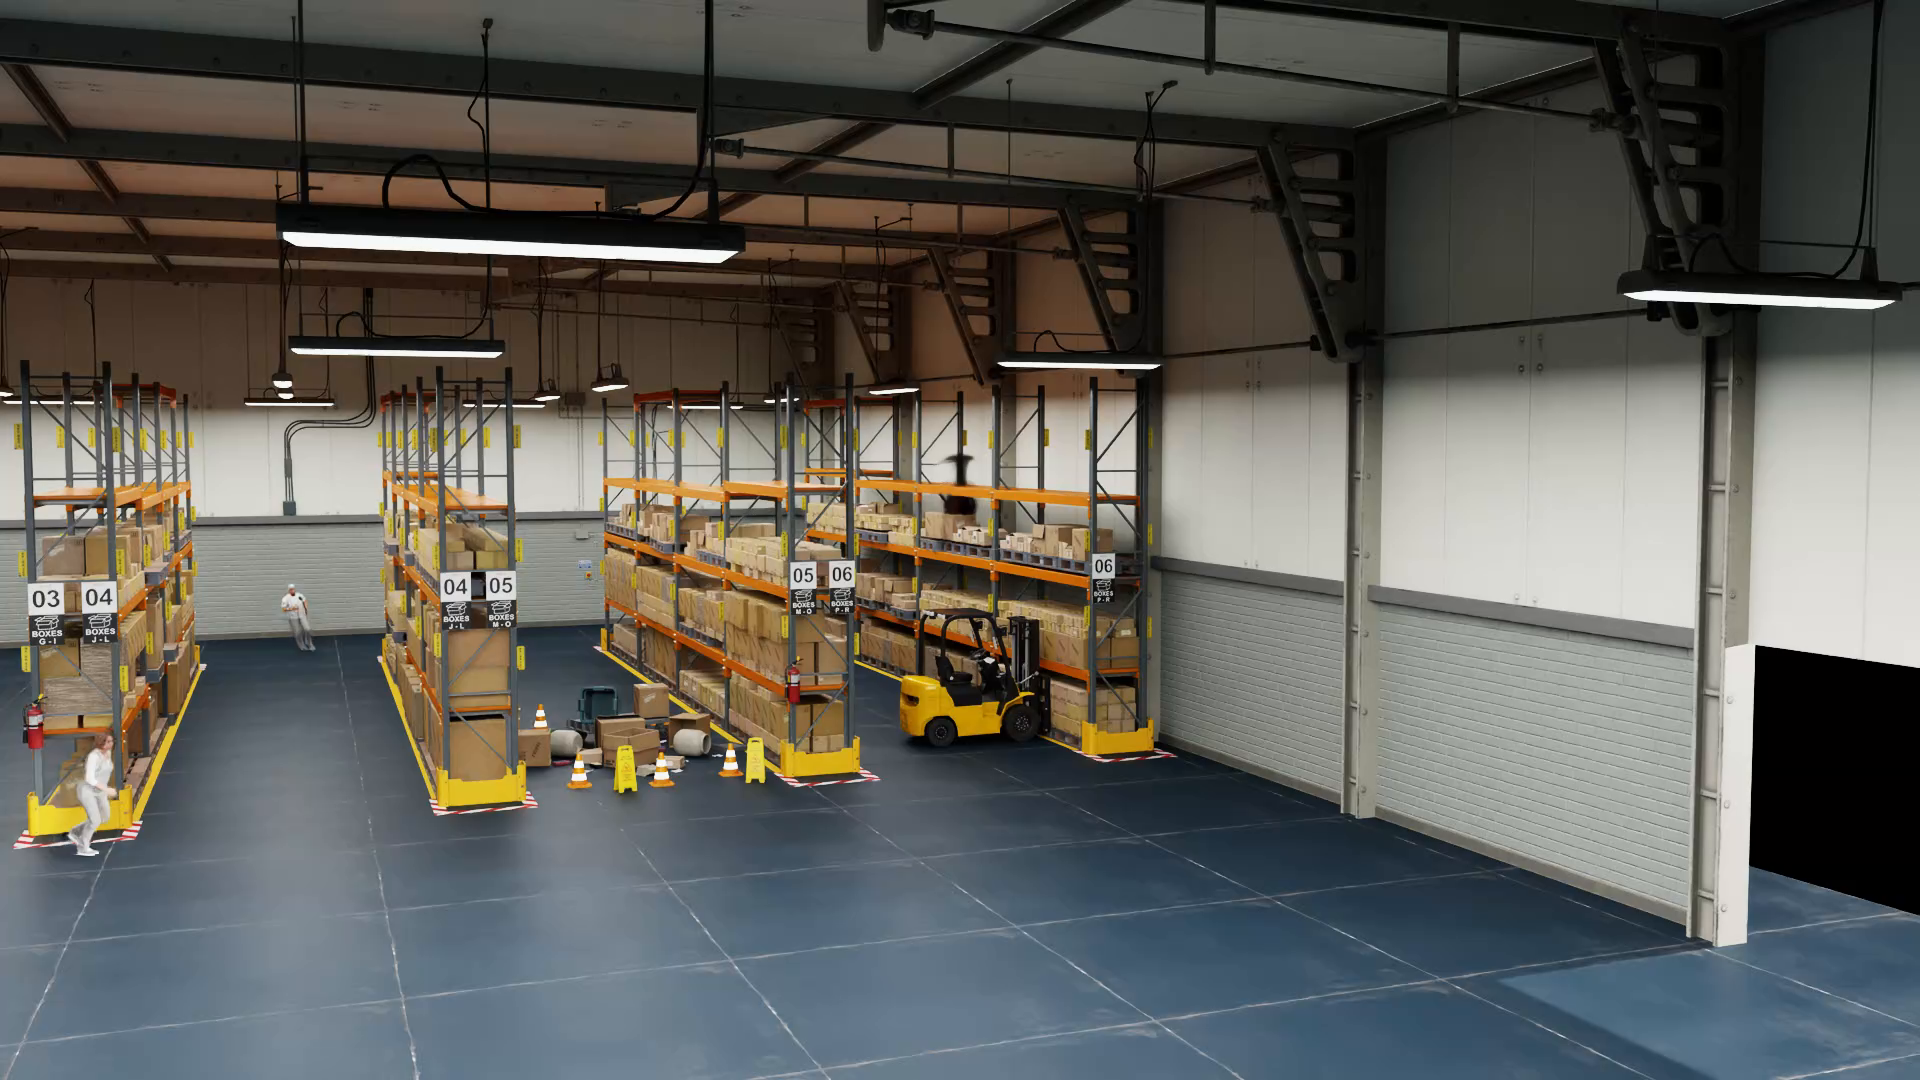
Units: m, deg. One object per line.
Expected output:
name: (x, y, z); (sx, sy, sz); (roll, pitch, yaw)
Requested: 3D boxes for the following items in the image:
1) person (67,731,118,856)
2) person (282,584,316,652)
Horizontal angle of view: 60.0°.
person: (-10.419, 3.044, 19.964); (0.698, 1.515, 0.526); (0, 3, 1)
person: (-15.641, 1.840, 39.281); (0.733, 1.625, 0.651); (-2, 4, -31)
